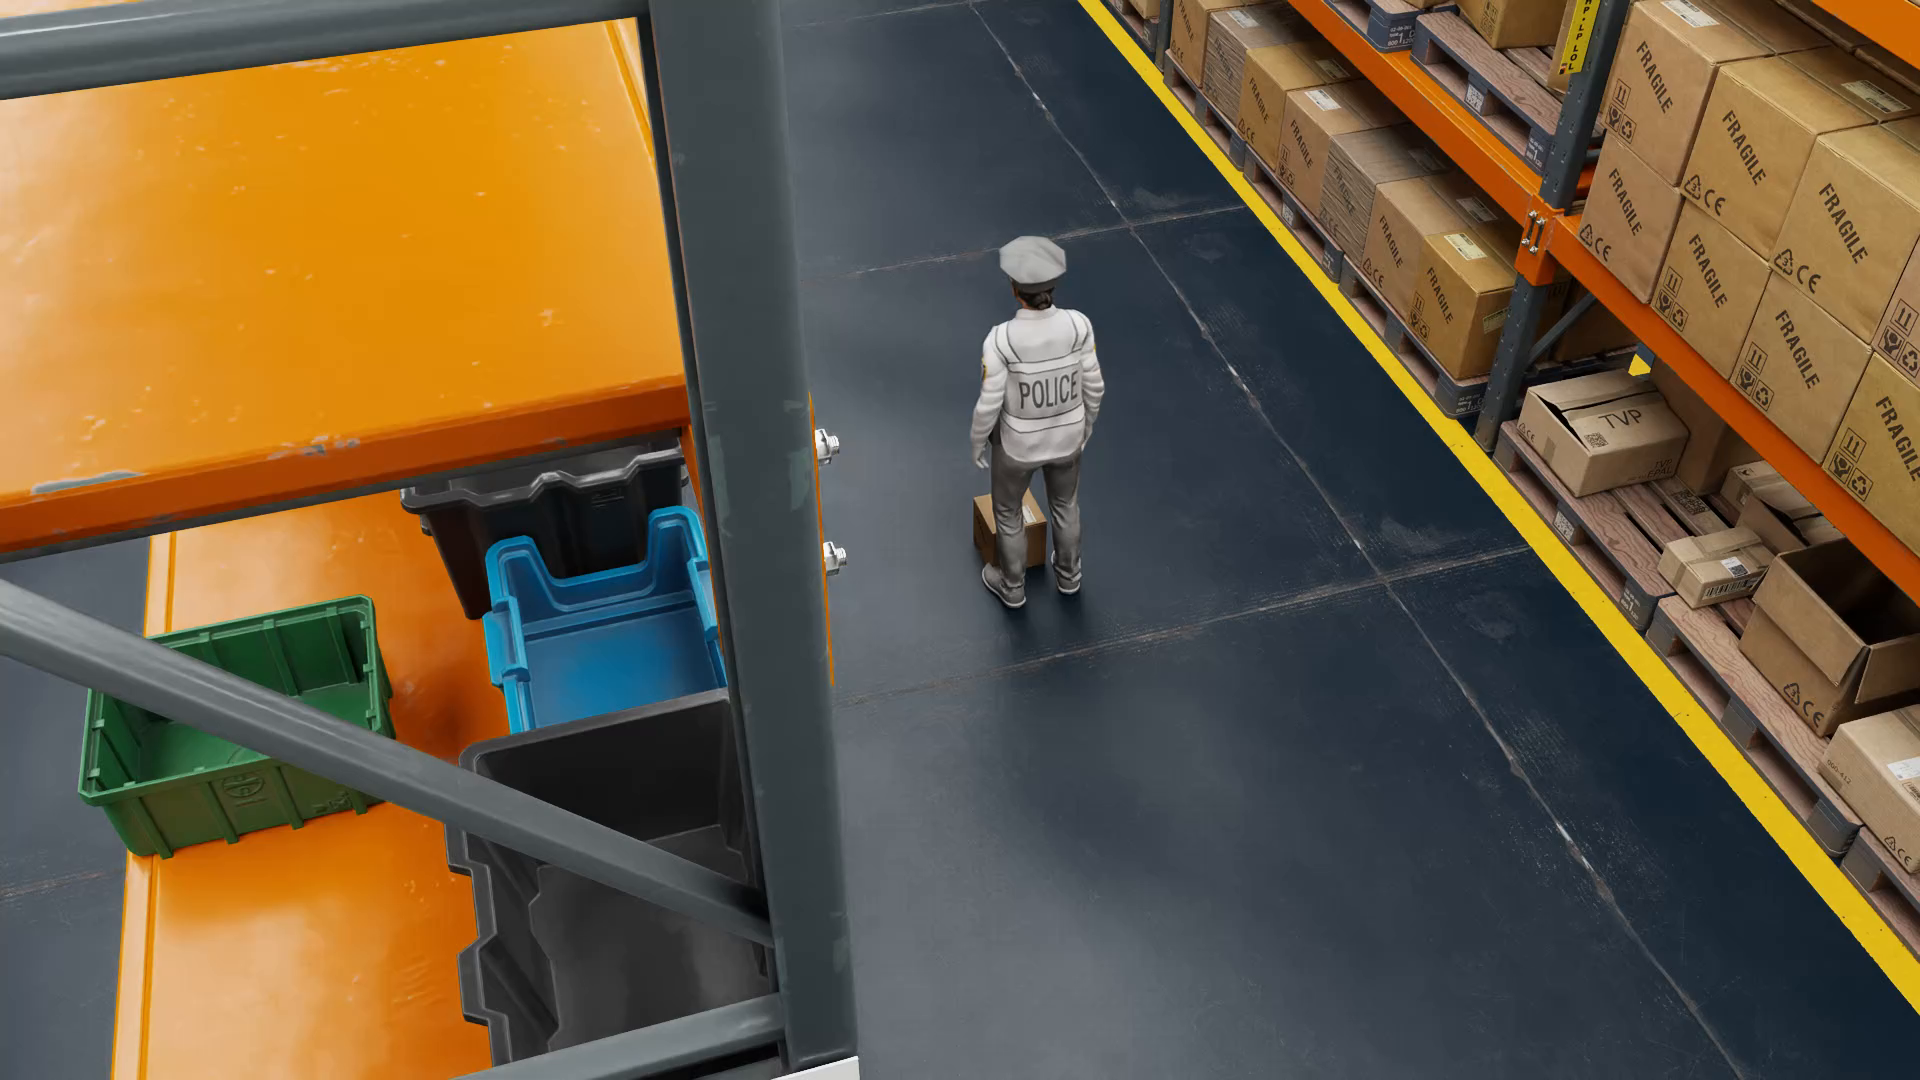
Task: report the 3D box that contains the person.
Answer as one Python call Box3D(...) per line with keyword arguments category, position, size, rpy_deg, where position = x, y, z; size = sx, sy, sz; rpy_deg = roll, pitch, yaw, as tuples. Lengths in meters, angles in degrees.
Box3D(category="person", position=(0.307, -0.411, 6.606), size=(0.515, 1.663, 0.370), rpy_deg=(-12, 44, -12))
